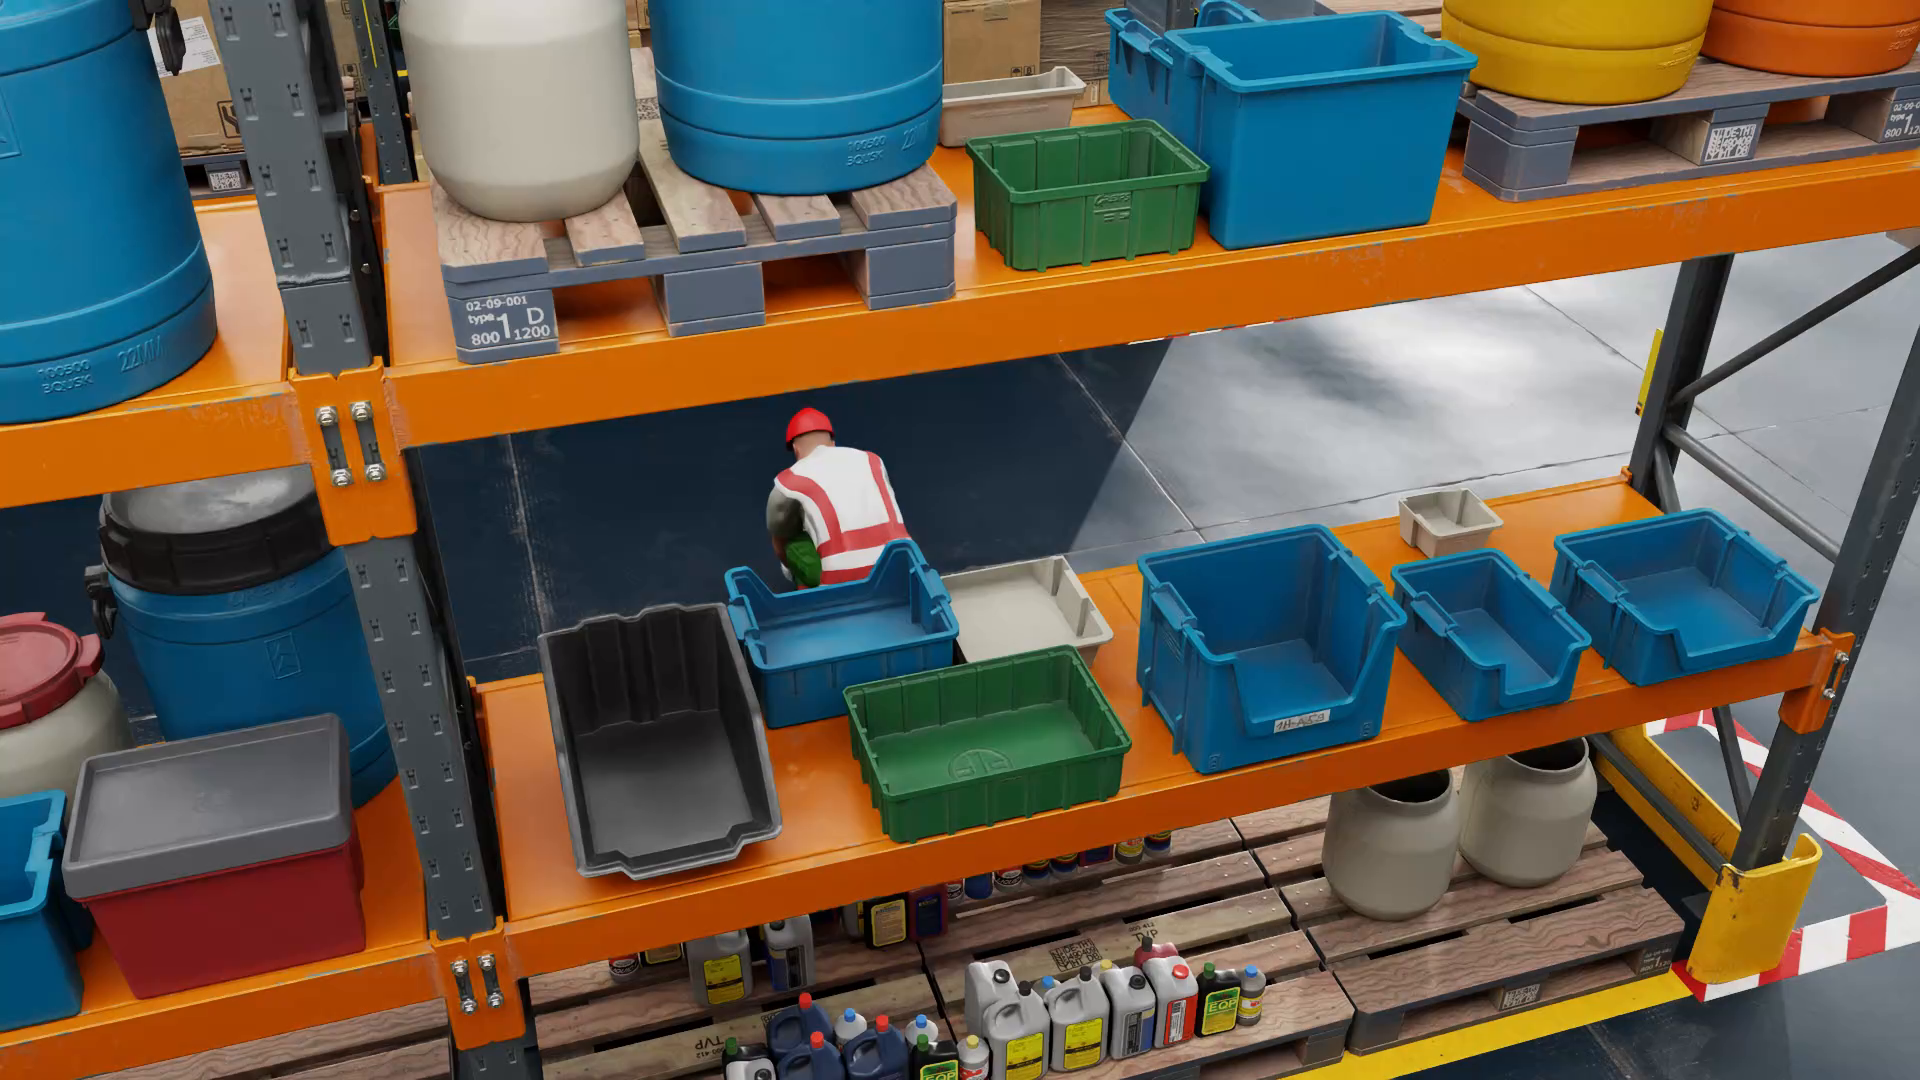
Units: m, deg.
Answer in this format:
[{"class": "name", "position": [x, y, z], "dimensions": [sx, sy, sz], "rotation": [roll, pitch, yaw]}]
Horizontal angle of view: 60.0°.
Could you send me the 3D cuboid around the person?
[{"class": "person", "position": [-0.487, 0.014, 6.887], "dimensions": [0.573, 0.921, 0.886], "rotation": [-10, 35, -15]}]
